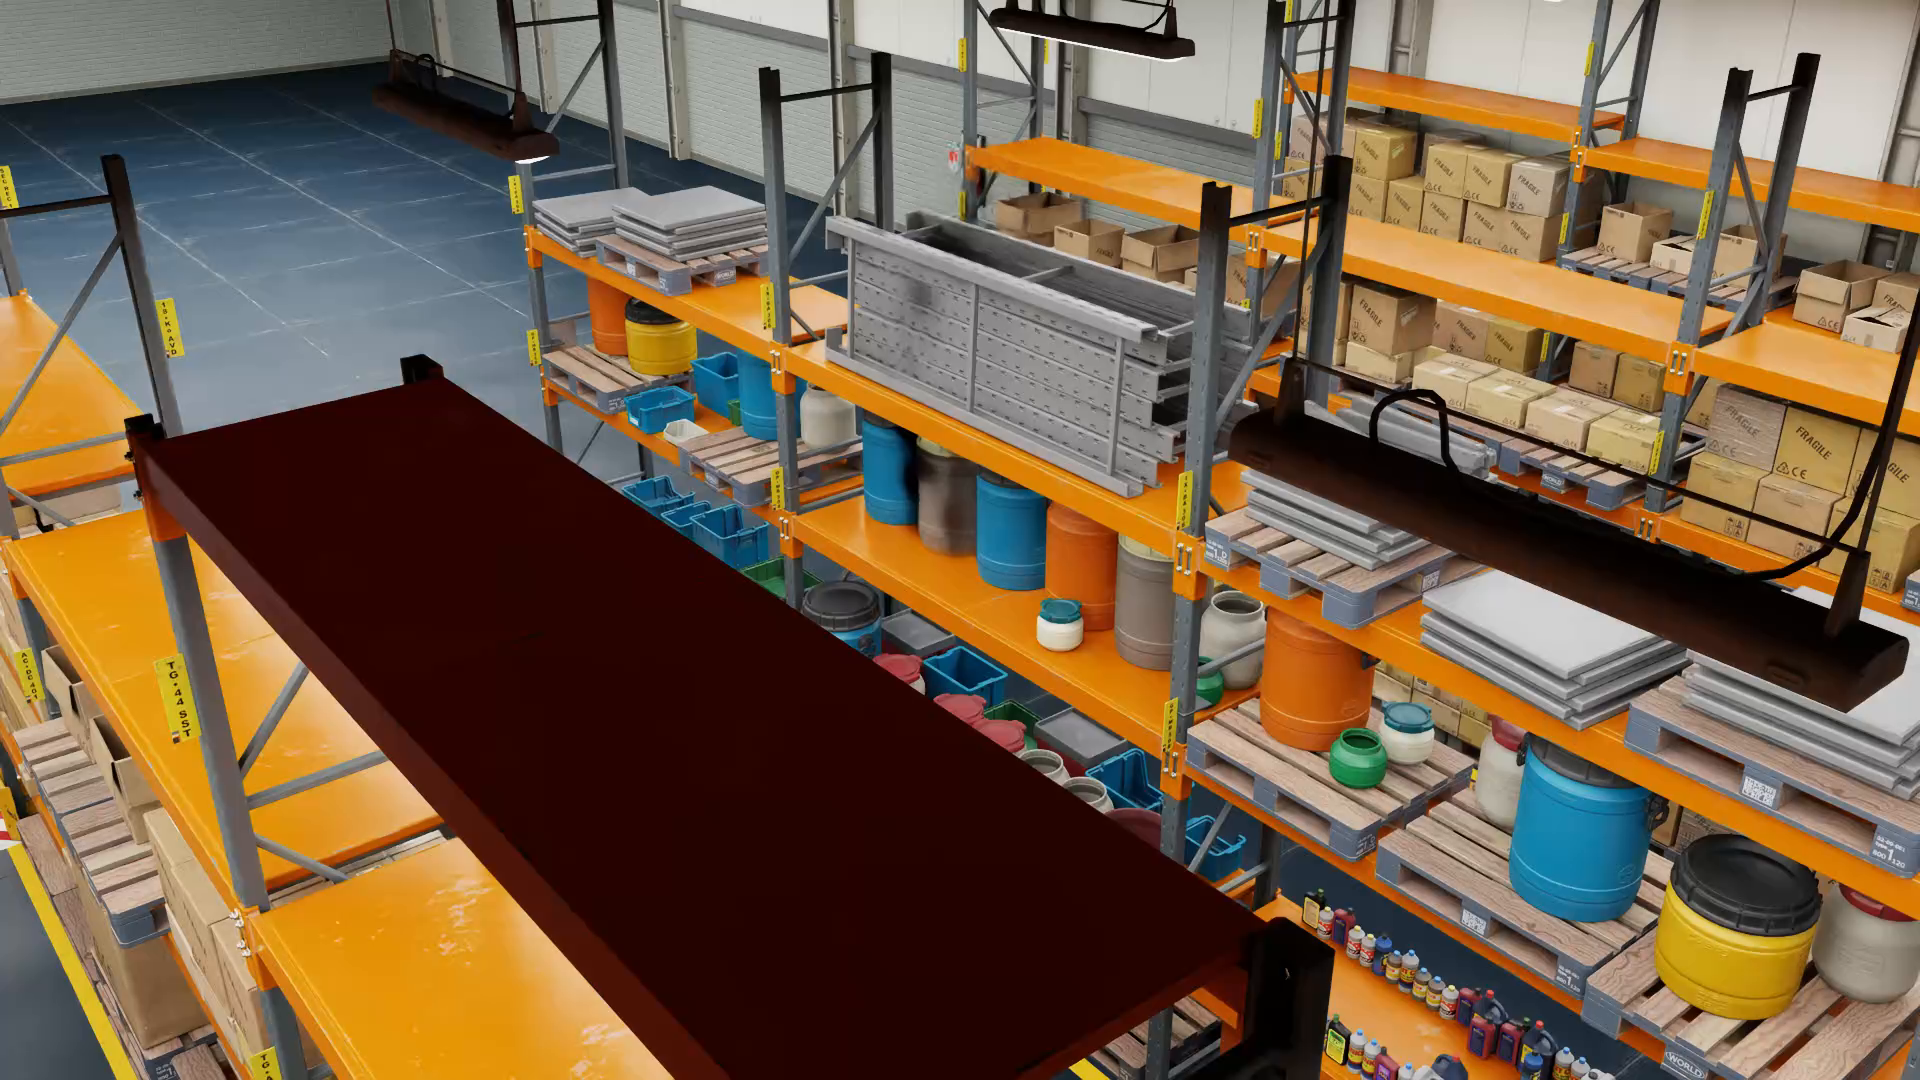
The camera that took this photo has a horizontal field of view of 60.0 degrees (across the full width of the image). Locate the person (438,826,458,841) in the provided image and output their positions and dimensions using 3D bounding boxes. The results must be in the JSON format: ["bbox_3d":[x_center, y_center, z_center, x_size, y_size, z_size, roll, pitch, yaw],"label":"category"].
[{"bbox_3d":[-3.693,1.934,12.297,0.686,1.772,0.919,-23,34,-39],"label":"person"}]
